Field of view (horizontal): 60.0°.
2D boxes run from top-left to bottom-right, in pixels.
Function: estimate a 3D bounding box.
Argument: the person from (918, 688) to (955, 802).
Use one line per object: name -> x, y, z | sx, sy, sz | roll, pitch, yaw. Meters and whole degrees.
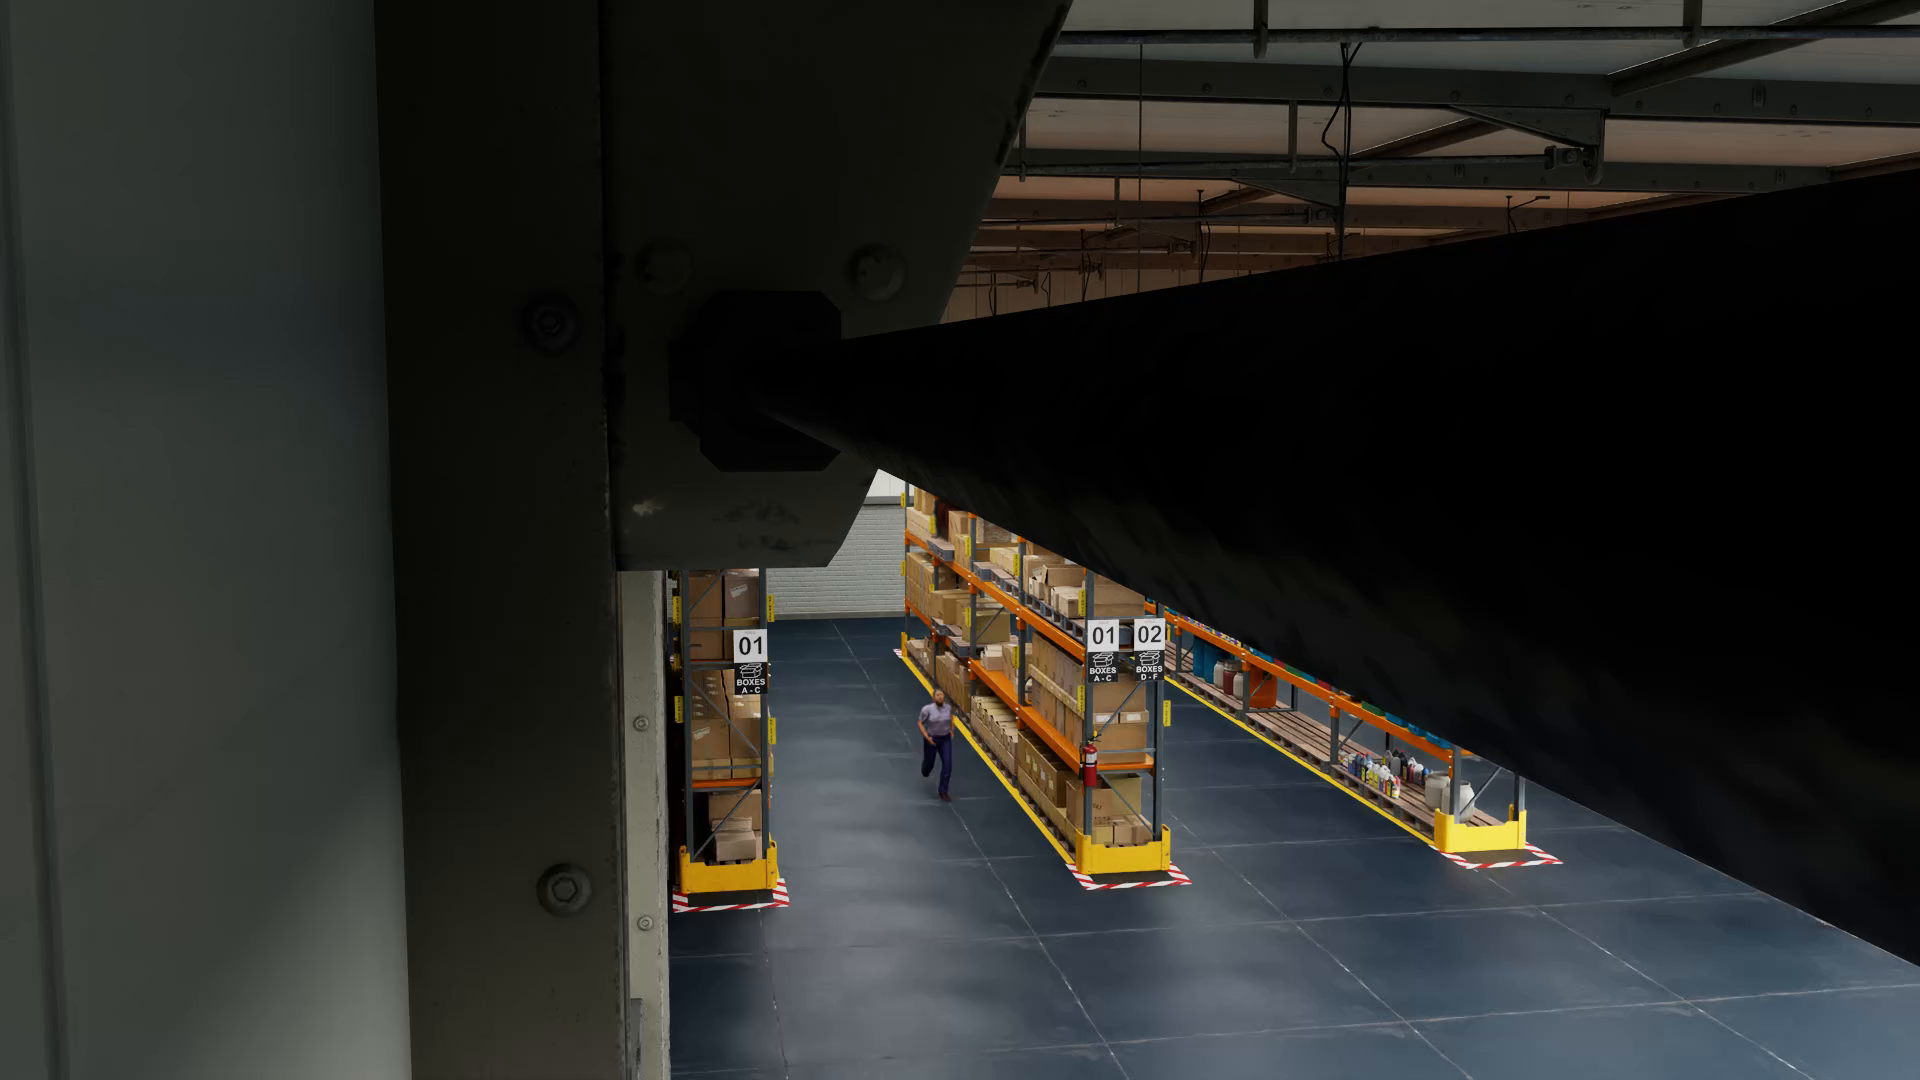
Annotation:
person -> -0.337, 3.009, 24.666 | 0.593, 1.621, 0.910 | -1, 6, -13
